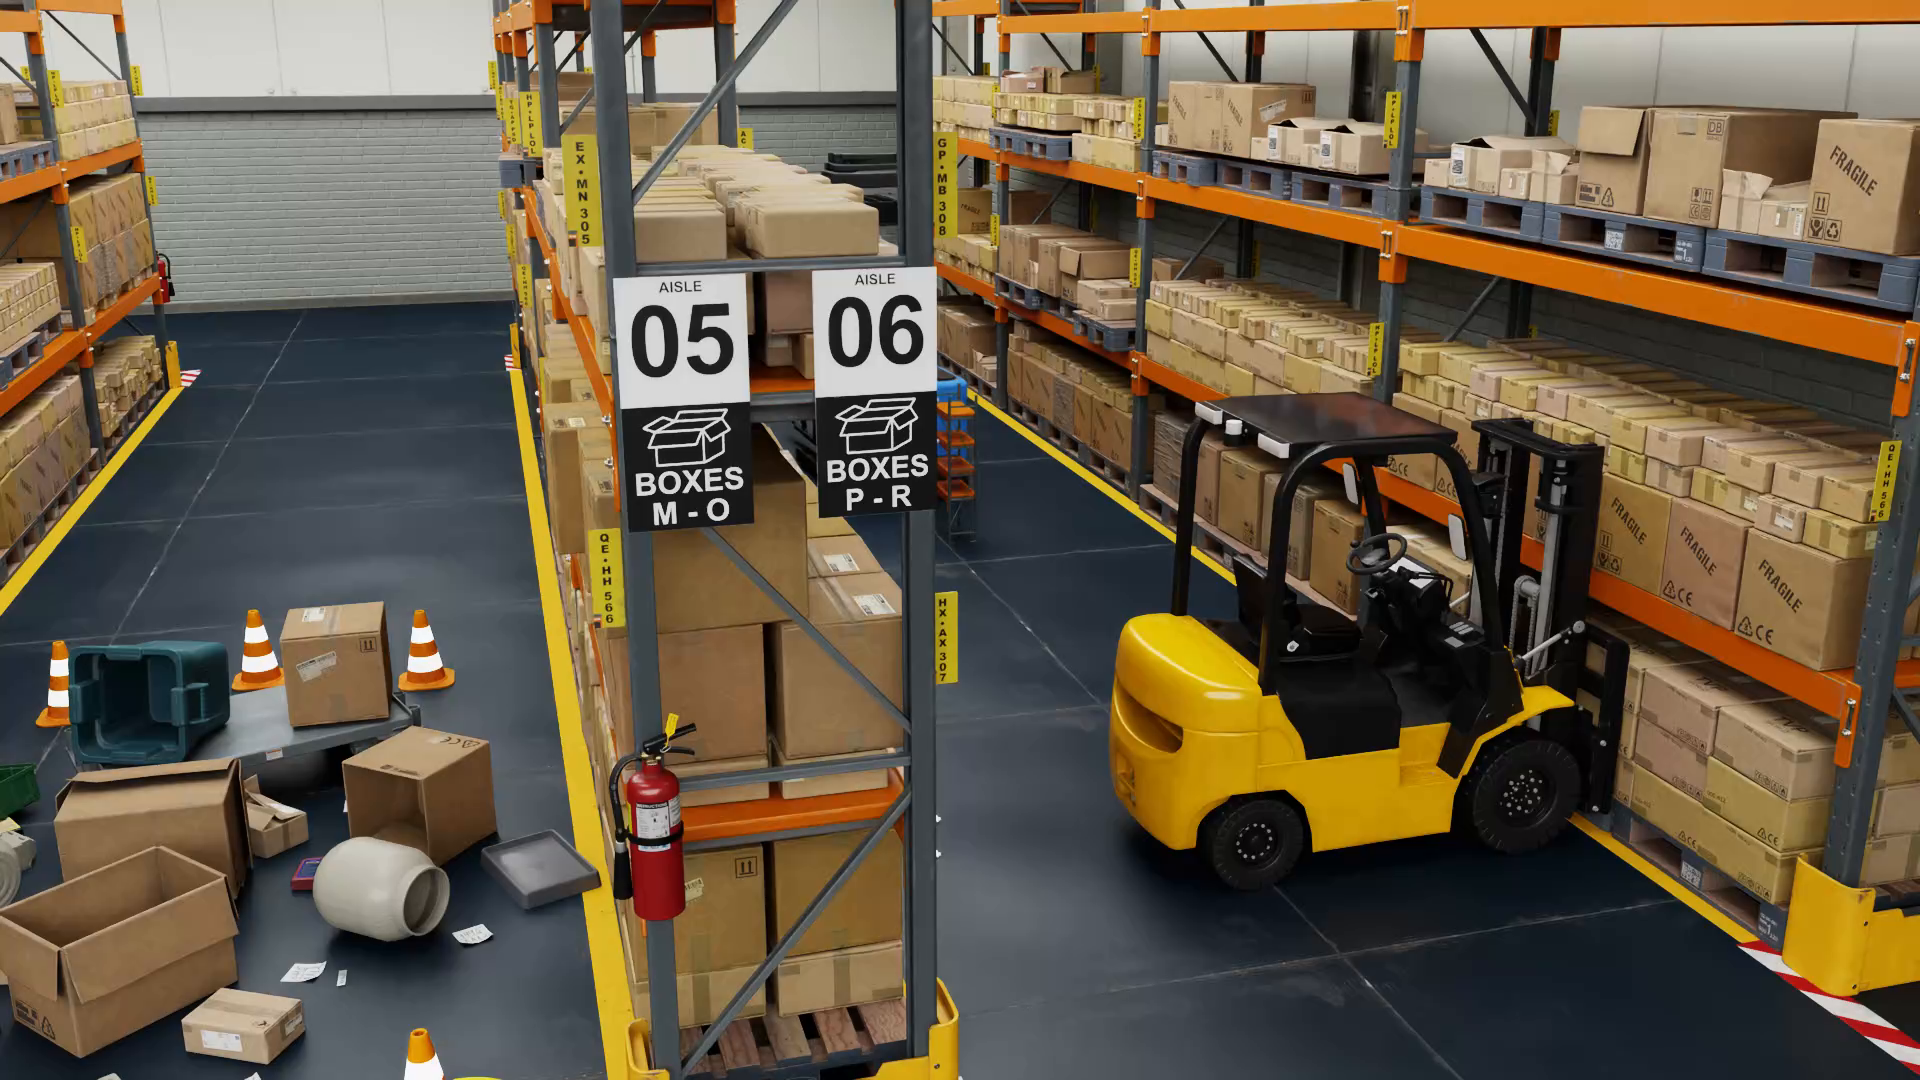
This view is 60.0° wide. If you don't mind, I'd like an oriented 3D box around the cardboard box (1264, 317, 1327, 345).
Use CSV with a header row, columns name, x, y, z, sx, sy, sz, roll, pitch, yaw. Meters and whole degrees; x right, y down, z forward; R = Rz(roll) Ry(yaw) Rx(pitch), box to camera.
name,x,y,z,sx,sy,sz,roll,pitch,yaw
cardboard box,2.407,-1.496,11.917,0.380,0.149,0.250,-5,17,-15

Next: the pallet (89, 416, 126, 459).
name,x,y,z,sx,sy,sz,roll,pitch,yaw
pallet,-8.827,-0.957,16.271,1.003,0.211,1.213,-5,17,-15

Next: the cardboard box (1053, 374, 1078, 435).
name,x,y,z,sx,sy,sz,roll,pitch,yaw
cardboard box,1.237,-1.346,16.333,0.500,0.500,0.500,-5,18,-17

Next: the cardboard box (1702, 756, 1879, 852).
name,x,y,z,sx,sy,sz,roll,pitch,yaw
cardboard box,3.759,1.163,7.545,0.500,0.250,0.500,-5,17,-16

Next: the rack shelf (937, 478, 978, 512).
name,x,y,z,sx,sy,sz,roll,pitch,yaw
rack shelf,-0.046,-0.366,13.508,0.258,0.148,0.480,-5,17,-15

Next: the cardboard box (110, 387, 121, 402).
name,x,y,z,sx,sy,sz,roll,pitch,yaw
cardboard box,-8.782,-1.494,16.919,0.380,0.149,0.250,-4,17,-13

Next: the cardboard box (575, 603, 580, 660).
name,x,y,z,sx,sy,sz,roll,pitch,yaw
cardboard box,-1.824,0.597,10.090,0.950,0.372,0.625,-4,17,-15

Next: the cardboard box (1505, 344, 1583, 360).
name,x,y,z,sx,sy,sz,roll,pitch,yaw
cardboard box,3.501,-1.073,9.993,0.380,0.149,0.250,-5,17,-17

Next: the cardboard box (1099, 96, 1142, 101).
name,x,y,z,sx,sy,sz,roll,pitch,yaw
cardboard box,1.539,-4.132,15.796,0.380,0.149,0.250,-4,17,-14

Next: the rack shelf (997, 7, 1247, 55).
name,x,y,z,sx,sy,sz,roll,pitch,yaw
rack shelf,1.445,-4.706,15.423,1.077,0.370,4.000,-5,17,-15

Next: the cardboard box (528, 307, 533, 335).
name,x,y,z,sx,sy,sz,roll,pitch,yaw
cardboard box,-3.299,-1.845,13.773,0.500,0.250,0.500,-5,17,-17

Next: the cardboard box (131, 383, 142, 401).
name,x,y,z,sx,sy,sz,roll,pitch,yaw
cardboard box,-8.938,-1.569,17.688,0.380,0.149,0.250,-4,17,-14

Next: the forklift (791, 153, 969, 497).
name,x,y,z,sx,sy,sz,roll,pitch,yaw
forklift,-0.916,-2.098,15.341,1.130,2.935,3.031,-6,18,-20

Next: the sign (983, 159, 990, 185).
name,x,y,z,sx,sy,sz,roll,pitch,yaw
sign,0.335,-4.773,21.565,0.100,0.325,0.005,-5,17,-15

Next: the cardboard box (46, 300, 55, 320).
name,x,y,z,sx,sy,sz,roll,pitch,yaw
cardboard box,-8.236,-2.024,14.684,0.380,0.149,0.250,-5,17,-15

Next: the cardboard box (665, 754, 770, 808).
name,x,y,z,sx,sy,sz,roll,pitch,yaw
cardboard box,-0.887,0.824,5.931,0.380,0.149,0.250,-4,17,-13

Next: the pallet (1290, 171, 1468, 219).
name,x,y,z,sx,sy,sz,roll,pitch,yaw
pallet,2.839,-2.297,11.004,0.805,0.209,1.217,-5,18,-17

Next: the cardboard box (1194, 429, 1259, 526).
name,x,y,z,sx,sy,sz,roll,pitch,yaw
cardboard box,2.340,-0.526,13.387,0.875,0.625,0.625,-4,17,-13

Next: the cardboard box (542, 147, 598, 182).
name,x,y,z,sx,sy,sz,roll,pitch,yaw
cardboard box,-1.905,-1.901,8.404,0.380,0.149,0.250,-5,17,-16

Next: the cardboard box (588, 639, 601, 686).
name,x,y,z,sx,sy,sz,roll,pitch,yaw
cardboard box,-1.579,0.570,7.958,0.380,0.149,0.250,-4,17,-12

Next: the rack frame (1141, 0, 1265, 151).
name,x,y,z,sx,sy,sz,roll,pitch,yaw
rack frame,1.995,-4.689,13.420,1.000,3.000,0.127,-5,17,-15

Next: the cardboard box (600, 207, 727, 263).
name,x,y,z,sx,sy,sz,roll,pitch,yaw
cardboard box,-0.955,-0.978,5.330,0.380,0.149,0.250,-5,17,-15

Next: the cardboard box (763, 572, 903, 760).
name,x,y,z,sx,sy,sz,roll,pitch,yaw
cardboard box,-0.442,0.447,6.058,0.500,0.500,0.500,-5,17,-16

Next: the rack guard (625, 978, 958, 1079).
name,x,y,z,sx,sy,sz,roll,pitch,yaw
rack guard,-0.599,1.967,6.036,1.175,0.500,0.348,-5,17,-15

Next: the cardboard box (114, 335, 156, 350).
name,x,y,z,sx,sy,sz,roll,pitch,yaw
cardboard box,-9.318,-2.210,18.787,0.380,0.149,0.250,-4,17,-15

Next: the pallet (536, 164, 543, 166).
name,x,y,z,sx,sy,sz,roll,pitch,yaw
pallet,-3.577,-3.624,15.421,0.805,0.209,1.217,-5,18,-17

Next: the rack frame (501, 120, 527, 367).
name,x,y,z,sx,sy,sz,roll,pitch,yaw
rack frame,-4.976,-3.635,20.340,1.000,3.000,0.127,-5,17,-15

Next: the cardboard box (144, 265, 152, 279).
name,x,y,z,sx,sy,sz,roll,pitch,yaw
cardboard box,-9.346,-3.028,18.754,0.380,0.149,0.250,-5,17,-15

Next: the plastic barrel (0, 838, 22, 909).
name,x,y,z,sx,sy,sz,roll,pitch,yaw
plastic barrel,-4.623,1.530,7.624,0.512,0.421,0.421,7,18,23

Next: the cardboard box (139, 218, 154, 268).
name,x,y,z,sx,sy,sz,roll,pitch,yaw
cardboard box,-9.336,-3.302,18.541,0.500,0.500,0.500,-4,17,-14

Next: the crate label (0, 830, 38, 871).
name,x,y,z,sx,sy,sz,roll,pitch,yaw
crate label,-4.685,1.533,8.112,0.250,0.136,0.298,11,20,32

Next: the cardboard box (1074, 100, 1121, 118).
name,x,y,z,sx,sy,sz,roll,pitch,yaw
cardboard box,1.259,-3.945,15.206,0.380,0.149,0.250,-5,17,-15

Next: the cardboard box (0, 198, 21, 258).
name,x,y,z,sx,sy,sz,roll,pitch,yaw
cardboard box,-8.997,-2.887,15.421,0.500,0.500,0.500,-5,18,-17

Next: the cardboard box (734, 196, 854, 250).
name,x,y,z,sx,sy,sz,roll,pitch,yaw
cardboard box,-0.564,-1.091,5.705,0.380,0.149,0.250,-5,17,-15

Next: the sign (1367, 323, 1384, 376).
name,x,y,z,sx,sy,sz,roll,pitch,yaw
sign,2.575,-1.180,10.293,0.100,0.325,0.005,-5,17,-15

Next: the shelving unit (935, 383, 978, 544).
name,x,y,z,sx,sy,sz,roll,pitch,yaw
shelving unit,-0.046,-0.620,13.432,0.258,1.200,0.503,-5,17,-15

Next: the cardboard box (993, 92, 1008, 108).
name,x,y,z,sx,sy,sz,roll,pitch,yaw
cardboard box,0.556,-4.513,17.063,0.380,0.149,0.250,-4,17,-14

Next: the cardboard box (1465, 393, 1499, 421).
name,x,y,z,sx,sy,sz,roll,pitch,yaw
cardboard box,3.096,-0.743,9.412,0.380,0.149,0.250,-4,17,-14

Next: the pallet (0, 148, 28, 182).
name,x,y,z,sx,sy,sz,roll,pitch,yaw
pallet,-8.253,-2.990,13.305,1.213,0.211,1.003,-5,17,-15

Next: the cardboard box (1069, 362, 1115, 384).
name,x,y,z,sx,sy,sz,roll,pitch,yaw
cardboard box,1.278,-1.616,16.105,0.380,0.149,0.250,-6,18,-18

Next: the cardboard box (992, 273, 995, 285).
name,x,y,z,sx,sy,sz,roll,pitch,yaw
cardboard box,0.565,-2.870,18.230,0.380,0.149,0.250,-4,17,-14

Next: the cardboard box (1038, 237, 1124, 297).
name,x,y,z,sx,sy,sz,roll,pitch,yaw
cardboard box,1.171,-2.659,16.188,0.700,0.500,0.500,-5,17,-16

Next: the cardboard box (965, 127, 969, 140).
name,x,y,z,sx,sy,sz,roll,pitch,yaw
cardboard box,0.274,-4.602,18.781,0.380,0.149,0.250,-4,17,-13

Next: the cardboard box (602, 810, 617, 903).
name,x,y,z,sx,sy,sz,roll,pitch,yaw
cardboard box,-1.343,1.416,7.575,0.500,0.250,0.500,-5,18,-17

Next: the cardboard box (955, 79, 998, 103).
name,x,y,z,sx,sy,sz,roll,pitch,yaw
cardboard box,0.246,-5.070,18.777,0.500,0.250,0.500,-4,17,-14

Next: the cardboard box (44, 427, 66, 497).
name,x,y,z,sx,sy,sz,roll,pitch,yaw
cardboard box,-7.885,-0.644,13.999,0.500,0.500,0.500,-5,17,-16

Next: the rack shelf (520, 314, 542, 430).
name,x,y,z,sx,sy,sz,roll,pitch,yaw
rack shelf,-3.327,-1.631,14.918,1.077,0.370,4.000,-5,17,-15

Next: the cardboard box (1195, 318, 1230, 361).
name,x,y,z,sx,sy,sz,roll,pitch,yaw
cardboard box,2.145,-1.557,12.812,0.500,0.250,0.500,-5,17,-17

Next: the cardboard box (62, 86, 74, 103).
name,x,y,z,sx,sy,sz,roll,pitch,yaw
cardboard box,-8.649,-4.223,15.780,0.380,0.149,0.250,-5,17,-17

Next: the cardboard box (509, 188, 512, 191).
name,x,y,z,sx,sy,sz,roll,pitch,yaw
cardboard box,-4.758,-3.920,18.249,0.380,0.149,0.250,-5,17,-17

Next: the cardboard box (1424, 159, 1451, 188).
name,x,y,z,sx,sy,sz,roll,pitch,yaw
cardboard box,2.925,-2.127,9.636,0.380,0.149,0.250,-4,17,-14

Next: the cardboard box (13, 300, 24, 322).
name,x,y,z,sx,sy,sz,roll,pitch,yaw
cardboard box,-7.943,-1.874,13.666,0.380,0.149,0.250,-5,17,-15

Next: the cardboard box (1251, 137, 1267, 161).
name,x,y,z,sx,sy,sz,roll,pitch,yaw
cardboard box,2.288,-2.768,11.772,0.380,0.149,0.250,-5,17,-16

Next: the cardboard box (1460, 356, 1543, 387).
name,x,y,z,sx,sy,sz,roll,pitch,yaw
cardboard box,3.134,-0.964,9.628,0.380,0.149,0.250,-5,17,-16

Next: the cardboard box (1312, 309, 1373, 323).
name,x,y,z,sx,sy,sz,roll,pitch,yaw
cardboard box,2.829,-1.608,12.288,0.380,0.149,0.250,-5,17,-15

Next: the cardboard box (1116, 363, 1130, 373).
name,x,y,z,sx,sy,sz,roll,pitch,yaw
cardboard box,1.744,-1.653,16.228,0.380,0.149,0.250,-5,17,-15

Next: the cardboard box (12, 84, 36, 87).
name,x,y,z,sx,sy,sz,roll,pitch,yaw
cardboard box,-9.439,-4.471,16.609,0.380,0.149,0.250,-4,17,-13

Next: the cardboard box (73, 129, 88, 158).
name,x,y,z,sx,sy,sz,roll,pitch,yaw
cardboard box,-8.628,-3.761,15.805,0.500,0.250,0.500,-5,17,-16
